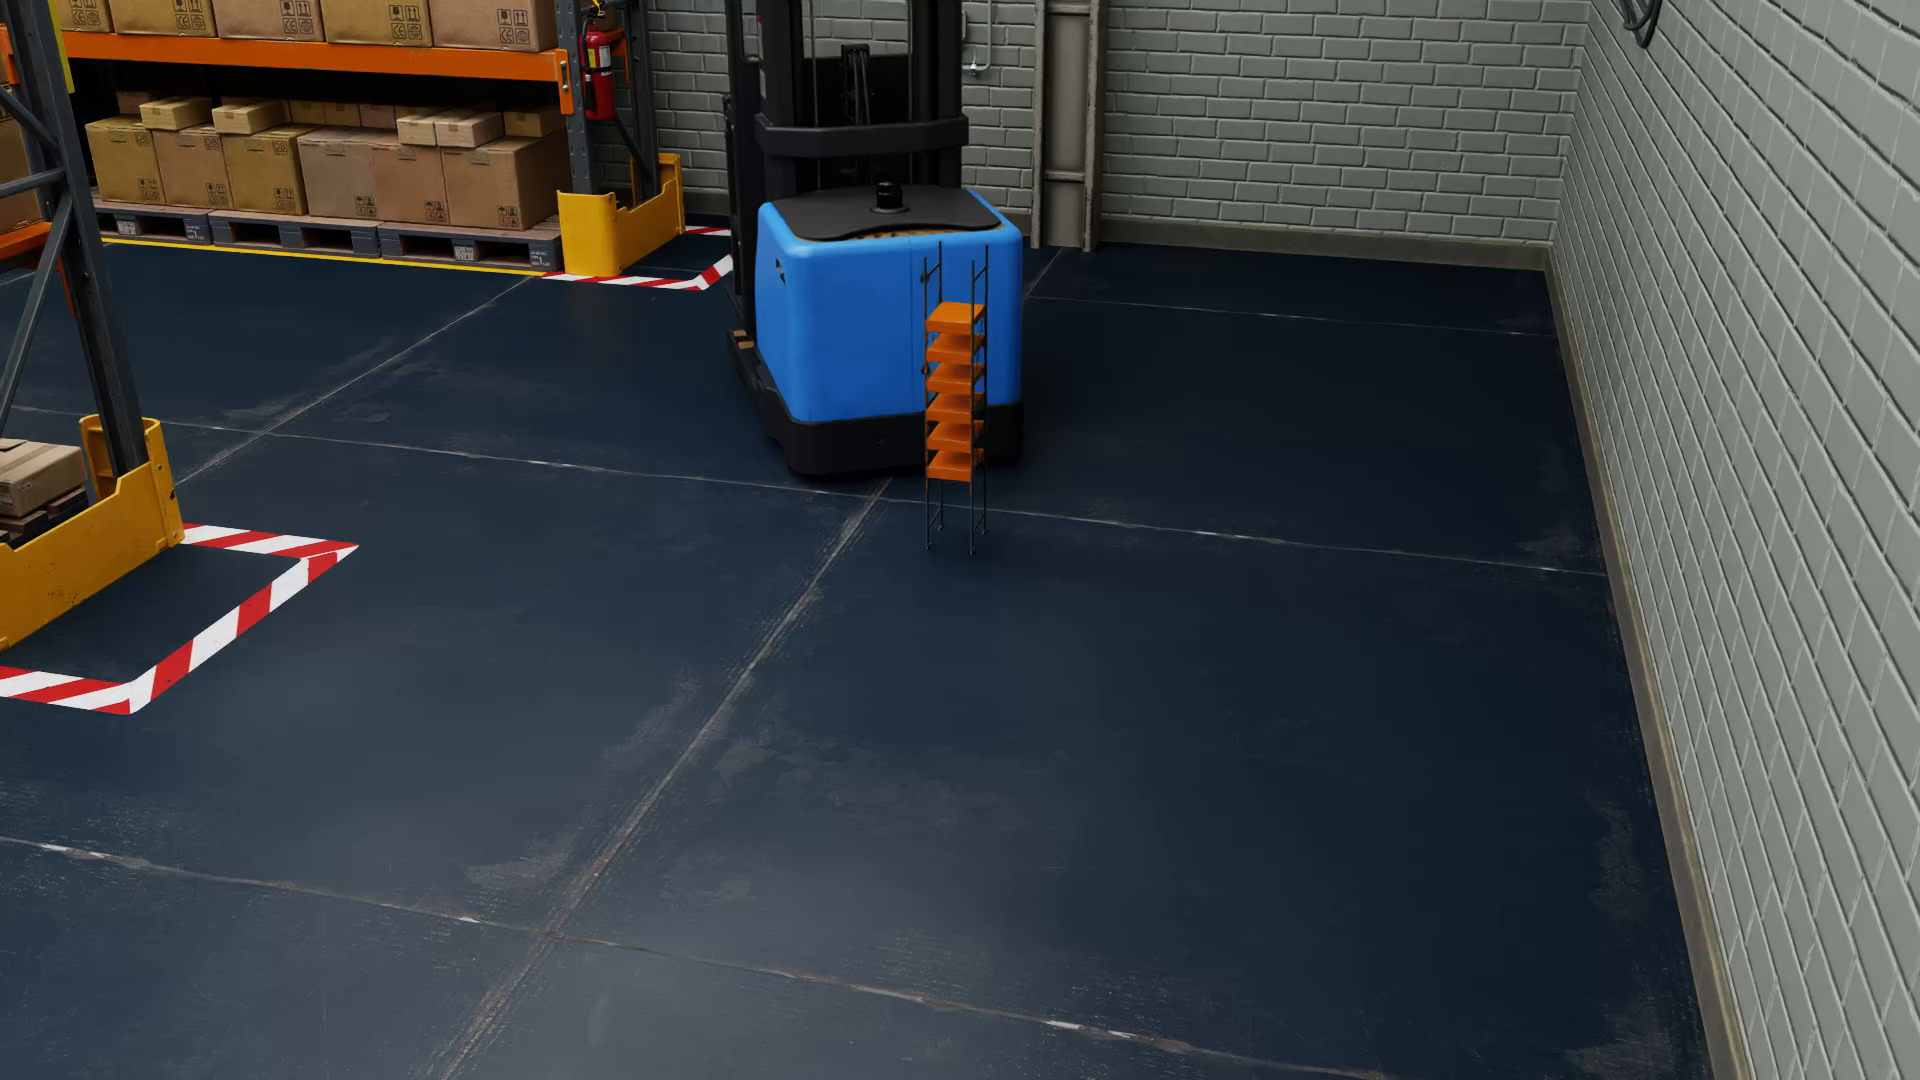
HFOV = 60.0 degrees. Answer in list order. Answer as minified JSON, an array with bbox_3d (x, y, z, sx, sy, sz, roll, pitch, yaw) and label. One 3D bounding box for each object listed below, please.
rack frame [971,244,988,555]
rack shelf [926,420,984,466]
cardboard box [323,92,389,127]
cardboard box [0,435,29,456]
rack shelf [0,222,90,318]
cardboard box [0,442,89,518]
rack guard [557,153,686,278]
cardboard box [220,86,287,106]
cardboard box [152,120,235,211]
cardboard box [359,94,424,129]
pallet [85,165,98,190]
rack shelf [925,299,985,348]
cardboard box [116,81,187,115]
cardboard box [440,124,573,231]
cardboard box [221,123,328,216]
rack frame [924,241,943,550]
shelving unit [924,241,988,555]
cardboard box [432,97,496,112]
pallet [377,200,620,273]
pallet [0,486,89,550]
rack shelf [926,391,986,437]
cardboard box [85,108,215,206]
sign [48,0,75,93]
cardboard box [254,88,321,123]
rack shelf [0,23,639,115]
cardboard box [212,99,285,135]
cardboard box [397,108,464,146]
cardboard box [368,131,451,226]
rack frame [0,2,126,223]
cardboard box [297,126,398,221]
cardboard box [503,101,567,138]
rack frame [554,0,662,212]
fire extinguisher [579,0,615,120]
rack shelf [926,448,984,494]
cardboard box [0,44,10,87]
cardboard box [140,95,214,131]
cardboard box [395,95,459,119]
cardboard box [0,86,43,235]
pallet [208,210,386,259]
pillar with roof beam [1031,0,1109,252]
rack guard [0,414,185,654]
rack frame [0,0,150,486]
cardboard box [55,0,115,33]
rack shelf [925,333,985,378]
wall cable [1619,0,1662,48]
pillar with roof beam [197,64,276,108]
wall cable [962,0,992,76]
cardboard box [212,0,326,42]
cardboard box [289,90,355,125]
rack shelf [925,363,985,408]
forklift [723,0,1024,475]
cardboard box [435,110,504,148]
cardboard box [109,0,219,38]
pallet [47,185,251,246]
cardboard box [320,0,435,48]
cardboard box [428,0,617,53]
[{"bbox_3d":[0.075,-0.533,6.475,0.006,1.200,0.240,6,26,13],"label":"rack frame"},{"bbox_3d":[-0.014,-0.395,6.566,0.180,0.103,0.258,6,26,13],"label":"rack shelf"},{"bbox_3d":[-3.907,-2.798,10.802,0.250,0.149,0.380,7,26,14],"label":"cardboard box"},{"bbox_3d":[-3.939,-0.277,6.627,0.250,0.166,0.380,6,26,13],"label":"cardboard box"},{"bbox_3d":[-5.313,-1.033,6.266,4.000,0.370,1.077,6,26,13],"label":"rack shelf"},{"bbox_3d":[-3.696,-0.243,6.575,0.250,0.149,0.380,6,26,13],"label":"cardboard box"},{"bbox_3d":[-2.123,-2.075,10.526,0.348,0.500,1.175,6,26,13],"label":"rack guard"},{"bbox_3d":[-4.646,-2.880,10.974,0.250,0.149,0.380,5,26,11],"label":"cardboard box"},{"bbox_3d":[-4.836,-2.517,10.967,0.500,0.500,0.700,6,26,12],"label":"cardboard box"},{"bbox_3d":[-3.658,-2.771,10.745,0.250,0.149,0.380,7,26,14],"label":"cardboard box"},{"bbox_3d":[-6.786,-2.426,11.601,1.213,0.211,1.003,6,26,13],"label":"pallet"},{"bbox_3d":[-0.014,-0.828,6.360,0.180,0.103,0.258,6,26,13],"label":"rack shelf"},{"bbox_3d":[-5.413,-2.964,11.150,0.250,0.149,0.380,6,26,13],"label":"cardboard box"},{"bbox_3d":[-2.849,-2.300,10.511,0.500,0.500,0.700,6,26,13],"label":"cardboard box"},{"bbox_3d":[-4.339,-2.461,10.850,0.500,0.500,0.700,7,26,14],"label":"cardboard box"},{"bbox_3d":[-0.103,-0.553,6.516,0.006,1.200,0.240,6,26,13],"label":"rack frame"},{"bbox_3d":[-0.014,-0.543,6.495,0.189,1.200,0.258,6,26,13],"label":"shelving unit"},{"bbox_3d":[-3.169,-2.717,10.632,0.250,0.149,0.380,6,26,13],"label":"cardboard box"},{"bbox_3d":[-2.940,-2.000,10.705,1.213,0.211,1.003,6,26,13],"label":"pallet"},{"bbox_3d":[-4.222,0.023,6.457,1.213,0.211,1.003,6,26,13],"label":"pallet"},{"bbox_3d":[-0.014,-0.503,6.514,0.180,0.103,0.258,6,26,13],"label":"rack shelf"},{"bbox_3d":[-5.322,-2.572,11.083,0.500,0.500,0.700,7,26,14],"label":"cardboard box"},{"bbox_3d":[-3.241,-1.760,5.950,0.005,0.325,0.100,6,26,13],"label":"sign"},{"bbox_3d":[-4.402,-2.853,10.917,0.250,0.149,0.380,7,26,14],"label":"cardboard box"},{"bbox_3d":[-4.083,-3.095,10.599,4.000,0.370,1.077,6,26,13],"label":"rack shelf"},{"bbox_3d":[-4.530,-2.697,10.590,0.250,0.149,0.380,6,26,12],"label":"cardboard box"},{"bbox_3d":[-3.267,-2.558,10.298,0.250,0.149,0.380,7,26,14],"label":"cardboard box"},{"bbox_3d":[-3.334,-2.354,10.624,0.500,0.500,0.700,6,26,13],"label":"cardboard box"},{"bbox_3d":[-6.020,-3.634,10.894,0.127,3.000,1.000,6,26,13],"label":"rack frame"},{"bbox_3d":[-3.821,-2.407,10.736,0.500,0.500,0.700,5,26,11],"label":"cardboard box"},{"bbox_3d":[-2.678,-2.663,10.519,0.250,0.149,0.380,6,26,13],"label":"cardboard box"},{"bbox_3d":[-2.146,-3.206,9.994,0.127,3.000,1.000,6,26,13],"label":"rack frame"},{"bbox_3d":[-2.115,-2.794,9.654,0.183,0.674,0.296,6,26,13],"label":"fire extinguisher"},{"bbox_3d":[-0.014,-0.286,6.618,0.180,0.103,0.258,6,26,13],"label":"rack shelf"},{"bbox_3d":[-3.741,-1.797,5.756,0.500,0.500,0.500,7,26,15],"label":"cardboard box"},{"bbox_3d":[-5.035,-2.753,10.707,0.250,0.149,0.380,7,26,15],"label":"cardboard box"},{"bbox_3d":[-3.411,-2.744,10.689,0.250,0.149,0.380,7,26,13],"label":"cardboard box"},{"bbox_3d":[-3.741,-1.346,5.971,0.500,0.500,0.500,7,26,14],"label":"cardboard box"},{"bbox_3d":[-4.118,-2.131,10.981,1.213,0.211,1.003,6,26,13],"label":"pallet"},{"bbox_3d":[-0.388,-4.193,5.090,0.400,9.000,9.100,6,26,13],"label":"pillar with roof beam"},{"bbox_3d":[-3.450,-0.023,6.216,0.348,0.500,1.175,6,26,13],"label":"rack guard"},{"bbox_3d":[-3.376,-1.143,5.662,0.127,3.000,1.000,6,26,13],"label":"rack frame"},{"bbox_3d":[-5.499,-3.705,10.693,0.700,0.700,0.980,7,26,14],"label":"cardboard box"},{"bbox_3d":[-0.014,-0.720,6.411,0.180,0.103,0.258,6,26,13],"label":"rack shelf"},{"bbox_3d":[3.242,-3.758,7.788,0.112,2.526,3.097,6,26,13],"label":"wall cable"},{"bbox_3d":[-6.199,-4.836,6.439,0.400,9.000,9.100,6,26,13],"label":"pillar with roof beam"},{"bbox_3d":[-0.671,-3.921,10.315,1.851,1.984,0.084,6,26,13],"label":"wall cable"},{"bbox_3d":[-4.086,-3.551,10.369,0.700,0.700,0.980,5,26,10],"label":"cardboard box"},{"bbox_3d":[-4.152,-2.825,10.860,0.250,0.149,0.380,6,26,12],"label":"cardboard box"},{"bbox_3d":[-0.014,-0.612,6.463,0.180,0.103,0.258,6,26,13],"label":"rack shelf"},{"bbox_3d":[-0.595,-2.214,7.991,1.130,2.935,3.031,-7,26,-14],"label":"forklift"},{"bbox_3d":[-3.019,-2.531,10.242,0.250,0.149,0.380,6,26,12],"label":"cardboard box"},{"bbox_3d":[-4.793,-3.624,10.524,0.700,0.700,0.980,6,26,12],"label":"cardboard box"},{"bbox_3d":[-5.303,-2.261,11.254,1.213,0.211,1.003,6,26,13],"label":"pallet"},{"bbox_3d":[-3.350,-3.465,10.190,0.700,0.700,0.980,6,26,13],"label":"cardboard box"},{"bbox_3d":[-2.643,-3.392,10.036,0.700,0.700,0.980,8,26,15],"label":"cardboard box"}]
